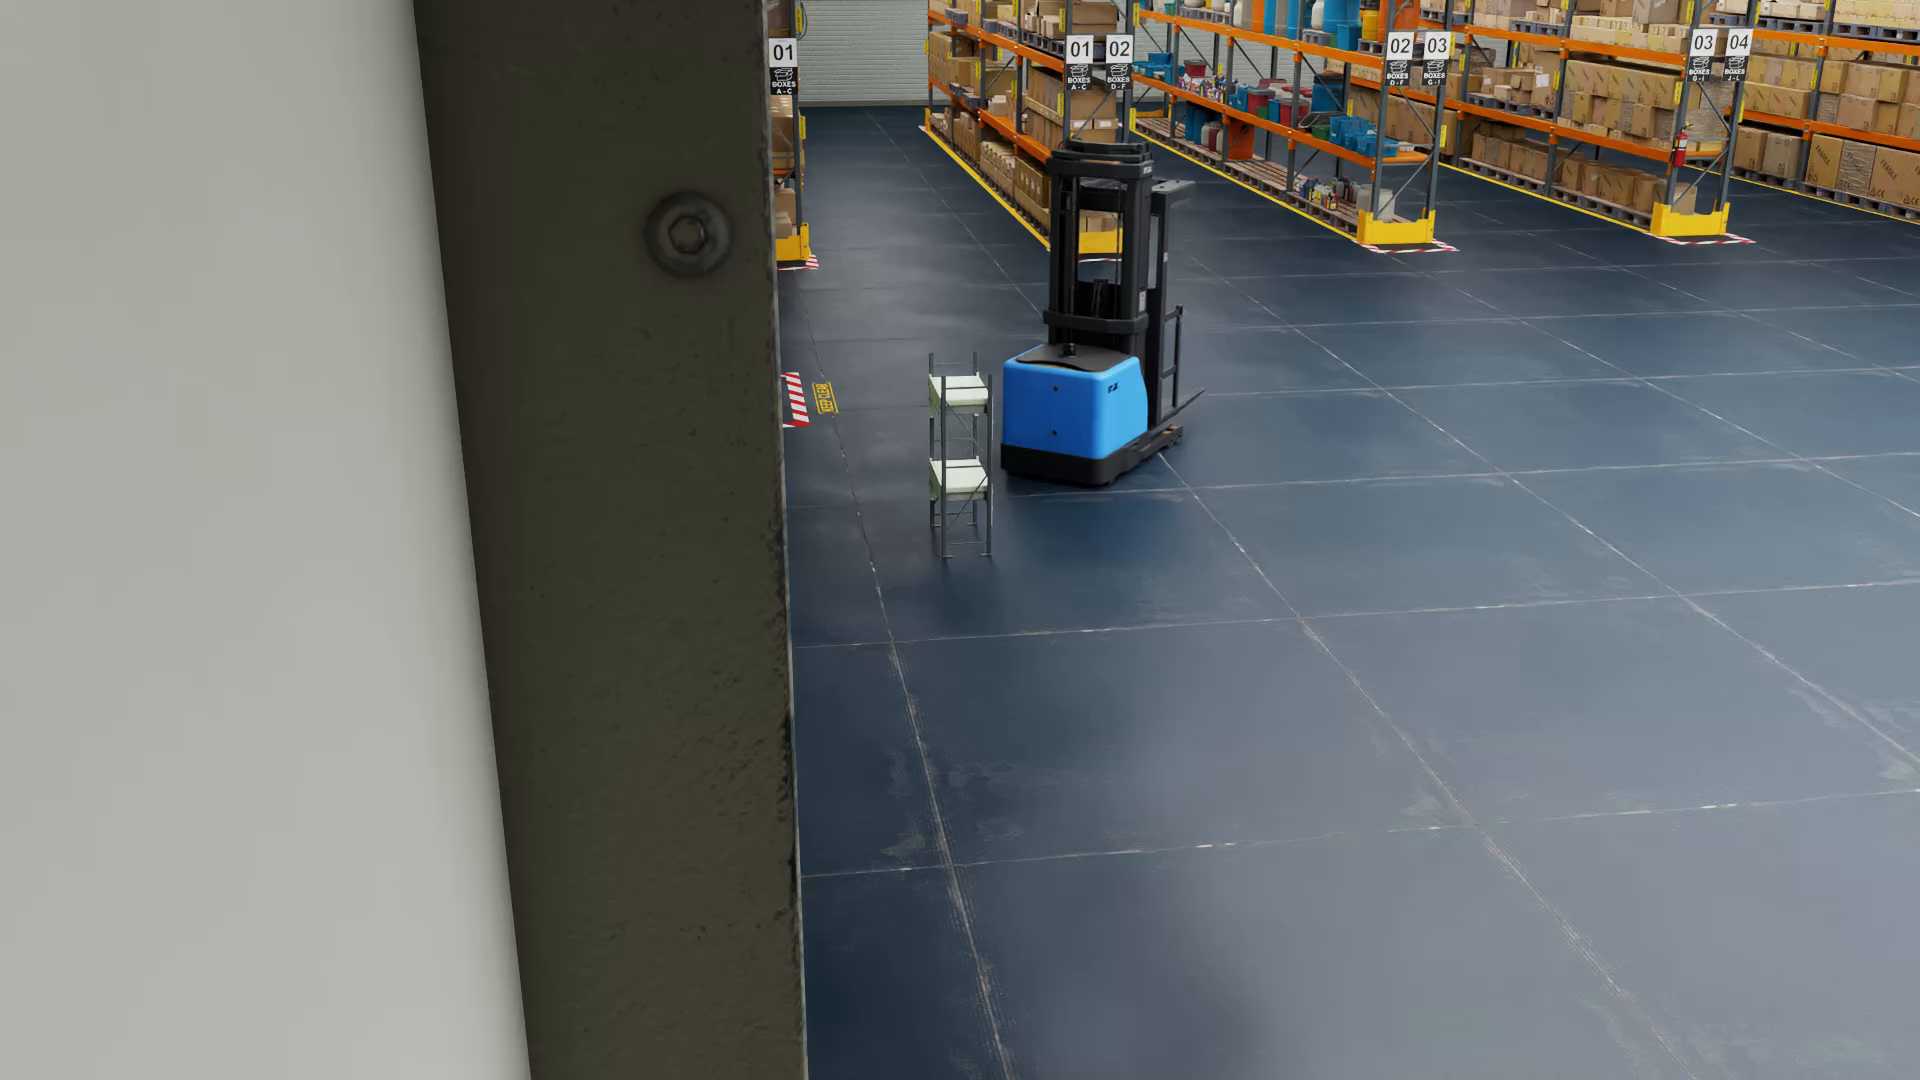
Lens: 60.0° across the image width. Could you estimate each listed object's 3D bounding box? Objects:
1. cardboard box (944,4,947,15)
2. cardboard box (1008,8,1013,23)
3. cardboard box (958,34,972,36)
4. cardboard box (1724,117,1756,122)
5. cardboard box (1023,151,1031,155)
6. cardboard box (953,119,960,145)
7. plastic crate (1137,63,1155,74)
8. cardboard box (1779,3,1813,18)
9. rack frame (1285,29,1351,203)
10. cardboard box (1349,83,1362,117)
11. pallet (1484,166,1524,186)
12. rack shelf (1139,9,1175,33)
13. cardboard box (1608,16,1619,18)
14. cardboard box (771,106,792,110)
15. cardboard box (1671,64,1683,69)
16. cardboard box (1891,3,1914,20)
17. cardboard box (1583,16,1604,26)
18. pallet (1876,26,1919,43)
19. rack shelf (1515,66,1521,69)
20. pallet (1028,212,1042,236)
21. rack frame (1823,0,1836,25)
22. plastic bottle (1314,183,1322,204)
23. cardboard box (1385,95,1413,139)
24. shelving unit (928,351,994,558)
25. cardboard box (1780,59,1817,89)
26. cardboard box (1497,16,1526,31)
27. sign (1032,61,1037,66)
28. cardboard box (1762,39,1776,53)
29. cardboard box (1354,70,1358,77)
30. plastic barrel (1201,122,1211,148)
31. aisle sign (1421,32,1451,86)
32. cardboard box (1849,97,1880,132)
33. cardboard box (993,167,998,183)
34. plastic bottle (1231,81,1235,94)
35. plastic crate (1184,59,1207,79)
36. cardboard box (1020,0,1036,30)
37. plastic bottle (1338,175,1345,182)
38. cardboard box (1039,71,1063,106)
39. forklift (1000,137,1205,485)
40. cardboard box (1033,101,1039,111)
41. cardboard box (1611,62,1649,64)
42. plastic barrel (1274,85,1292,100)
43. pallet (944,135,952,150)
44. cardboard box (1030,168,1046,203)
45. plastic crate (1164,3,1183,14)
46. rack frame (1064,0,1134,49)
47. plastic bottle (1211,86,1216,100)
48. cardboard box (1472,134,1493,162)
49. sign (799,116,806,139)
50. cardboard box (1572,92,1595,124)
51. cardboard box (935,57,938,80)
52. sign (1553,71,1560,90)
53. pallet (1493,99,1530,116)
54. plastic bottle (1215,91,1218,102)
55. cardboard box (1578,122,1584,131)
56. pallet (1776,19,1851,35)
[{"bbox_3d":[-0.077,-11.687,36.646,0.500,0.250,0.500,-3,21,-8],"label":"cardboard box"},{"bbox_3d":[1.180,-9.636,30.557,0.500,0.250,0.500,-3,21,-9],"label":"cardboard box"},{"bbox_3d":[0.230,-11.429,38.457,0.500,0.500,0.500,-2,21,-6],"label":"cardboard box"},{"bbox_3d":[15.619,-8.279,34.211,1.050,0.750,0.750,-3,21,-8],"label":"cardboard box"},{"bbox_3d":[1.435,-7.112,31.000,0.500,0.311,0.500,-2,21,-6],"label":"cardboard box"},{"bbox_3d":[0.146,-8.878,36.144,0.500,0.500,0.500,-4,21,-10],"label":"cardboard box"},{"bbox_3d":[4.448,-11.276,39.774,0.416,0.233,0.300,-3,21,-8],"label":"plastic crate"},{"bbox_3d":[15.801,-9.962,31.285,0.500,0.250,0.500,-3,21,-8],"label":"cardboard box"},{"bbox_3d":[6.373,-7.502,29.514,1.000,3.000,0.127,-3,21,-8],"label":"rack frame"},{"bbox_3d":[9.847,-10.575,40.180,0.875,0.875,0.875,-3,21,-8],"label":"cardboard box"},{"bbox_3d":[10.981,-7.138,32.526,1.003,0.211,1.213,-3,21,-8],"label":"pallet"},{"bbox_3d":[4.931,-12.032,38.386,1.077,0.370,4.000,-3,21,-8],"label":"rack shelf"},{"bbox_3d":[11.555,-9.078,29.093,0.380,0.149,0.250,-3,21,-7],"label":"cardboard box"},{"bbox_3d":[-2.755,-6.439,25.783,0.500,0.500,0.500,-4,21,-10],"label":"cardboard box"},{"bbox_3d":[15.096,-9.856,34.726,0.380,0.149,0.250,-4,21,-10],"label":"cardboard box"},{"bbox_3d":[16.211,-8.977,28.222,0.500,0.250,0.500,-3,21,-7],"label":"cardboard box"},{"bbox_3d":[11.122,-9.056,29.034,0.380,0.149,0.250,-4,21,-10],"label":"cardboard box"},{"bbox_3d":[16.477,-8.625,28.362,1.003,0.211,1.213,-3,21,-8],"label":"pallet"},{"bbox_3d":[14.755,-11.092,40.155,1.077,0.370,4.000,-3,21,-8],"label":"rack shelf"},{"bbox_3d":[1.723,-5.246,27.461,1.003,0.211,1.213,-3,21,-8],"label":"pallet"},{"bbox_3d":[16.197,-10.777,29.710,1.000,3.000,0.127,-3,21,-8],"label":"rack frame"},{"bbox_3d":[6.167,-5.954,28.528,0.144,0.351,0.185,-3,21,-8],"label":"plastic bottle"},{"bbox_3d":[10.233,-9.502,37.307,1.225,0.875,0.875,-3,21,-8],"label":"cardboard box"},{"bbox_3d":[0.001,-0.700,13.448,0.431,1.500,0.755,-3,21,-8],"label":"shelving unit"},{"bbox_3d":[16.043,-8.832,31.503,0.700,0.500,0.500,-3,21,-9],"label":"cardboard box"},{"bbox_3d":[10.671,-9.941,31.972,0.500,0.250,0.500,-2,21,-7],"label":"cardboard box"},{"bbox_3d":[1.443,-9.210,32.433,0.100,0.325,0.005,-3,21,-8],"label":"sign"},{"bbox_3d":[19.521,-11.862,39.617,0.500,0.500,0.500,-3,21,-9],"label":"cardboard box"},{"bbox_3d":[9.532,-11.026,39.309,0.380,0.149,0.250,-3,21,-7],"label":"cardboard box"},{"bbox_3d":[5.376,-8.669,35.594,0.421,0.512,0.421,0,20,0],"label":"plastic barrel"},{"bbox_3d":[7.250,-7.325,25.324,0.394,0.787,0.004,-3,21,-8],"label":"aisle sign"},{"bbox_3d":[16.325,-7.528,29.370,0.875,0.550,0.550,-3,21,-8],"label":"cardboard box"},{"bbox_3d":[0.907,-6.819,31.017,0.500,0.250,0.500,-2,21,-7],"label":"cardboard box"},{"bbox_3d":[5.704,-9.511,34.965,0.144,0.351,0.185,-3,21,-8],"label":"plastic bottle"},{"bbox_3d":[5.339,-10.652,37.770,0.402,0.464,0.583,-3,21,-8],"label":"plastic crate"},{"bbox_3d":[1.282,-8.780,27.706,0.500,0.500,0.500,-1,21,-3],"label":"cardboard box"},{"bbox_3d":[6.751,-6.259,29.343,0.144,0.351,0.185,-3,21,-9],"label":"plastic bottle"},{"bbox_3d":[1.687,-7.406,27.262,0.700,0.500,0.500,-3,21,-8],"label":"cardboard box"},{"bbox_3d":[1.527,-2.336,15.781,1.130,2.935,3.031,11,23,27],"label":"forklift"},{"bbox_3d":[1.432,-7.234,27.728,0.380,0.149,0.250,-3,21,-8],"label":"cardboard box"},{"bbox_3d":[11.685,-8.091,29.096,0.500,0.500,0.500,-3,21,-8],"label":"cardboard box"},{"bbox_3d":[6.217,-8.448,31.888,0.421,0.512,0.421,0,20,0],"label":"plastic barrel"},{"bbox_3d":[0.219,-8.955,37.390,1.003,0.211,1.213,-3,21,-8],"label":"pallet"},{"bbox_3d":[1.446,-5.818,27.263,0.500,0.500,0.500,-3,21,-8],"label":"cardboard box"},{"bbox_3d":[4.773,-11.898,37.236,0.416,0.233,0.300,-3,21,-8],"label":"plastic crate"},{"bbox_3d":[2.047,-8.679,24.091,1.000,3.000,0.127,-3,21,-8],"label":"rack frame"},{"bbox_3d":[5.228,-9.201,34.247,0.097,0.271,0.097,0,20,0],"label":"plastic bottle"},{"bbox_3d":[10.814,-7.941,33.633,0.700,0.500,0.500,-4,21,-11],"label":"cardboard box"},{"bbox_3d":[-2.317,-6.050,24.391,0.100,0.325,0.005,-3,21,-8],"label":"sign"},{"bbox_3d":[11.315,-7.604,29.220,0.875,0.500,0.500,-3,21,-8],"label":"cardboard box"},{"bbox_3d":[-0.307,-10.936,38.565,0.500,0.500,0.500,-3,21,-8],"label":"cardboard box"},{"bbox_3d":[10.725,-8.265,29.902,0.100,0.325,0.005,-3,21,-8],"label":"sign"},{"bbox_3d":[11.023,-8.363,32.095,1.003,0.211,1.213,-3,21,-8],"label":"pallet"},{"bbox_3d":[5.270,-9.067,33.988,0.097,0.201,0.097,0,20,0],"label":"plastic bottle"},{"bbox_3d":[11.139,-7.286,29.295,0.380,0.149,0.250,-3,21,-8],"label":"cardboard box"},{"bbox_3d":[16.016,-9.597,31.111,0.805,0.209,1.217,-4,21,-10],"label":"pallet"}]
